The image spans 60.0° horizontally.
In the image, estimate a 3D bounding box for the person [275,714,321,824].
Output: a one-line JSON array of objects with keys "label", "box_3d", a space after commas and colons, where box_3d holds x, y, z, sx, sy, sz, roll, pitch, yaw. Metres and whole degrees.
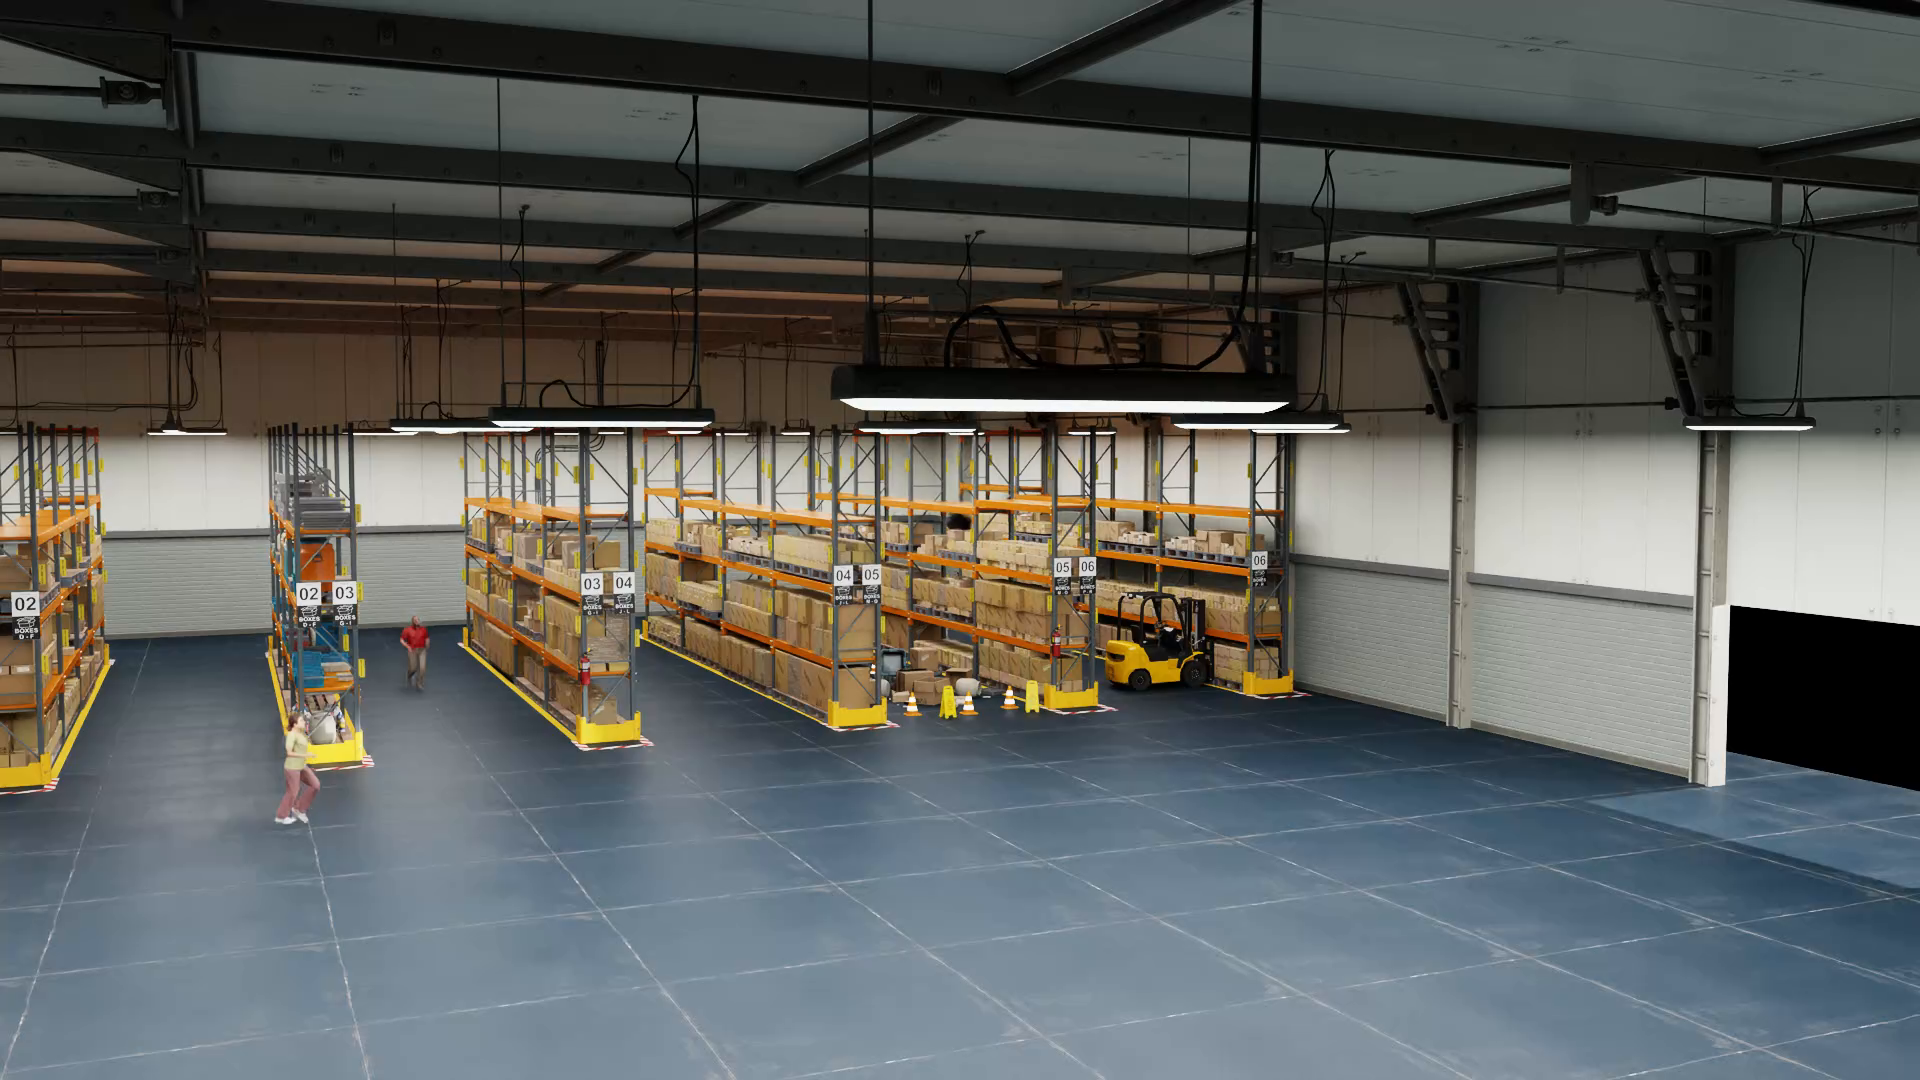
[{"label": "person", "box_3d": [-9.815, 3.389, 24.601, 0.672, 1.656, 0.547, 0, 3, 1]}]

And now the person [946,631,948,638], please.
[{"label": "person", "box_3d": [-0.642, 2.008, 46.171, 0.692, 1.791, 0.983, -2, 4, -26]}]

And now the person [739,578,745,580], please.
[{"label": "person", "box_3d": [-6.144, 1.975, 47.103, 0.642, 1.792, 0.778, -2, 4, -34]}]

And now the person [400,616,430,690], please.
[{"label": "person", "box_3d": [-12.391, 2.566, 37.913, 0.660, 1.674, 0.626, -2, 4, -35]}]
